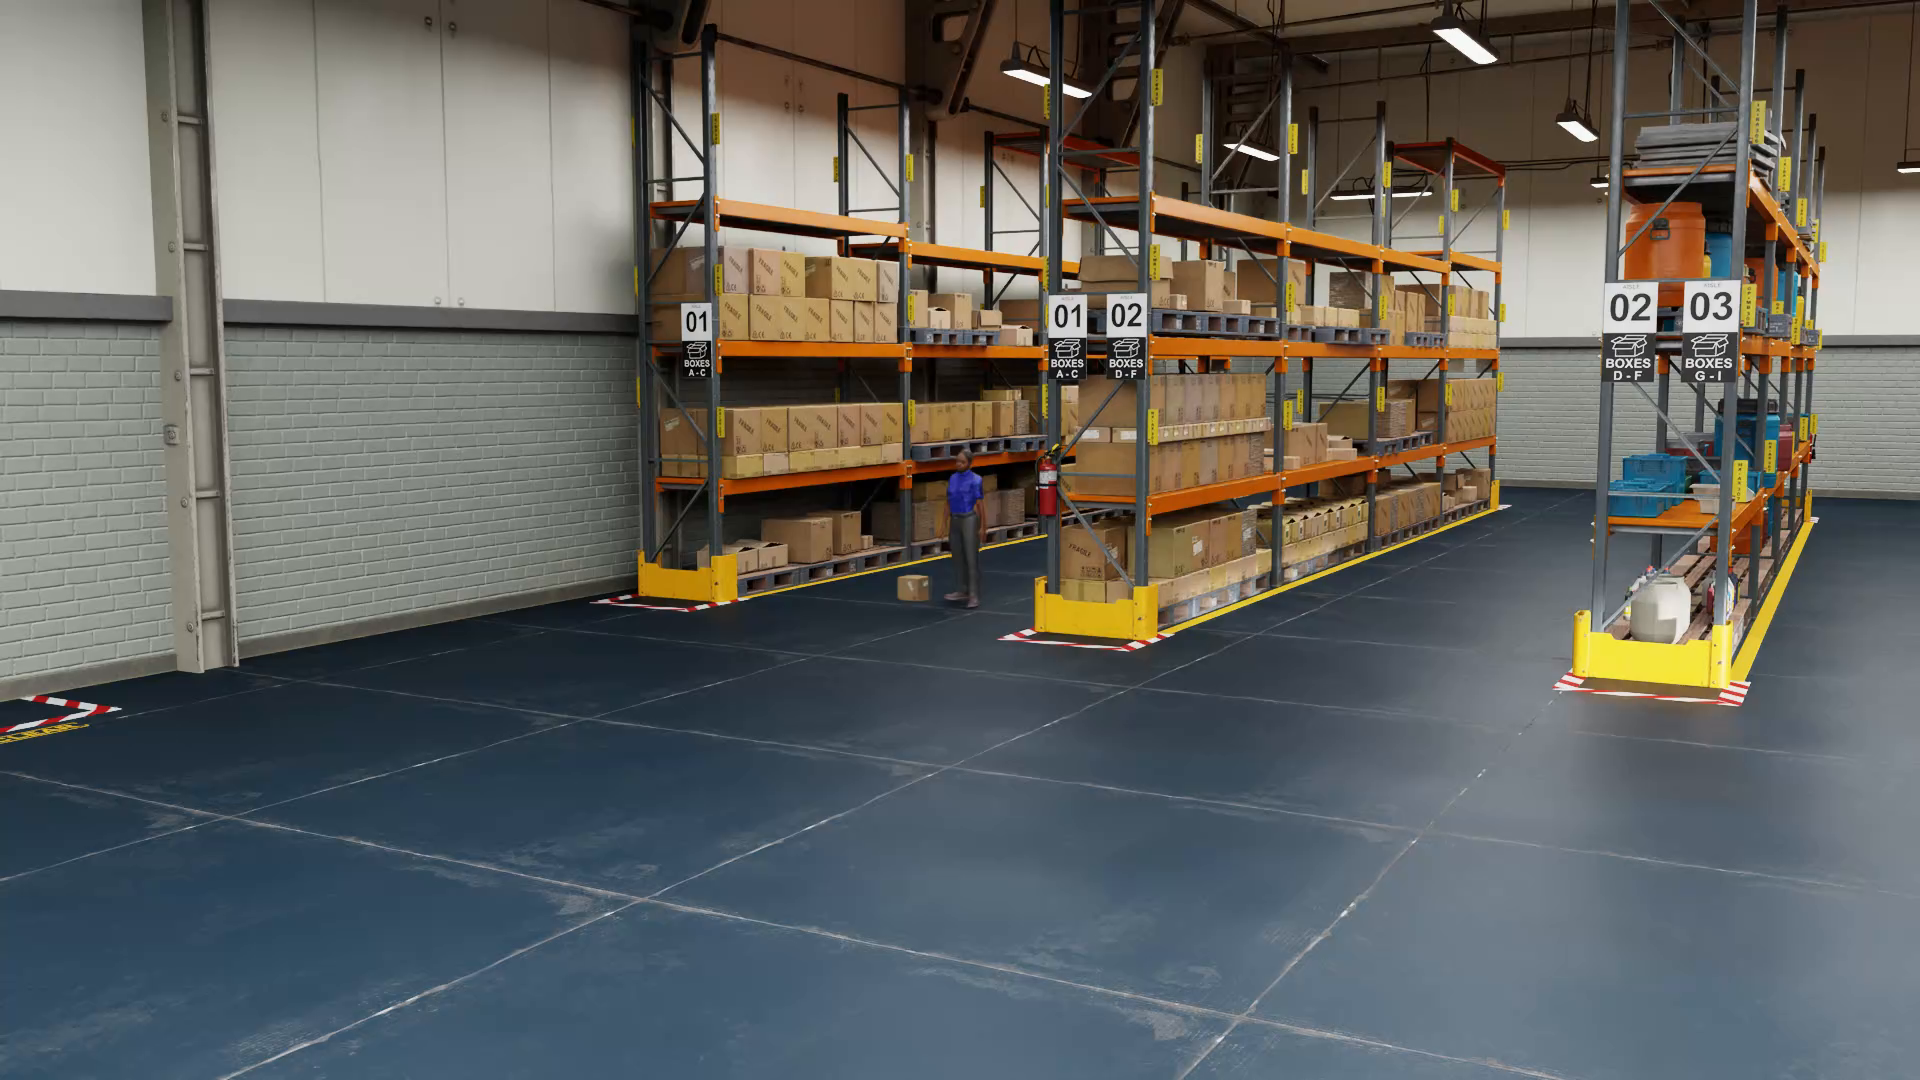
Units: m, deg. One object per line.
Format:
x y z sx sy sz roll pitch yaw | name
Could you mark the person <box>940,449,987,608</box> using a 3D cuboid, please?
0.024 -0.138 17.646 0.640 1.663 0.440 6 8 44 | person
